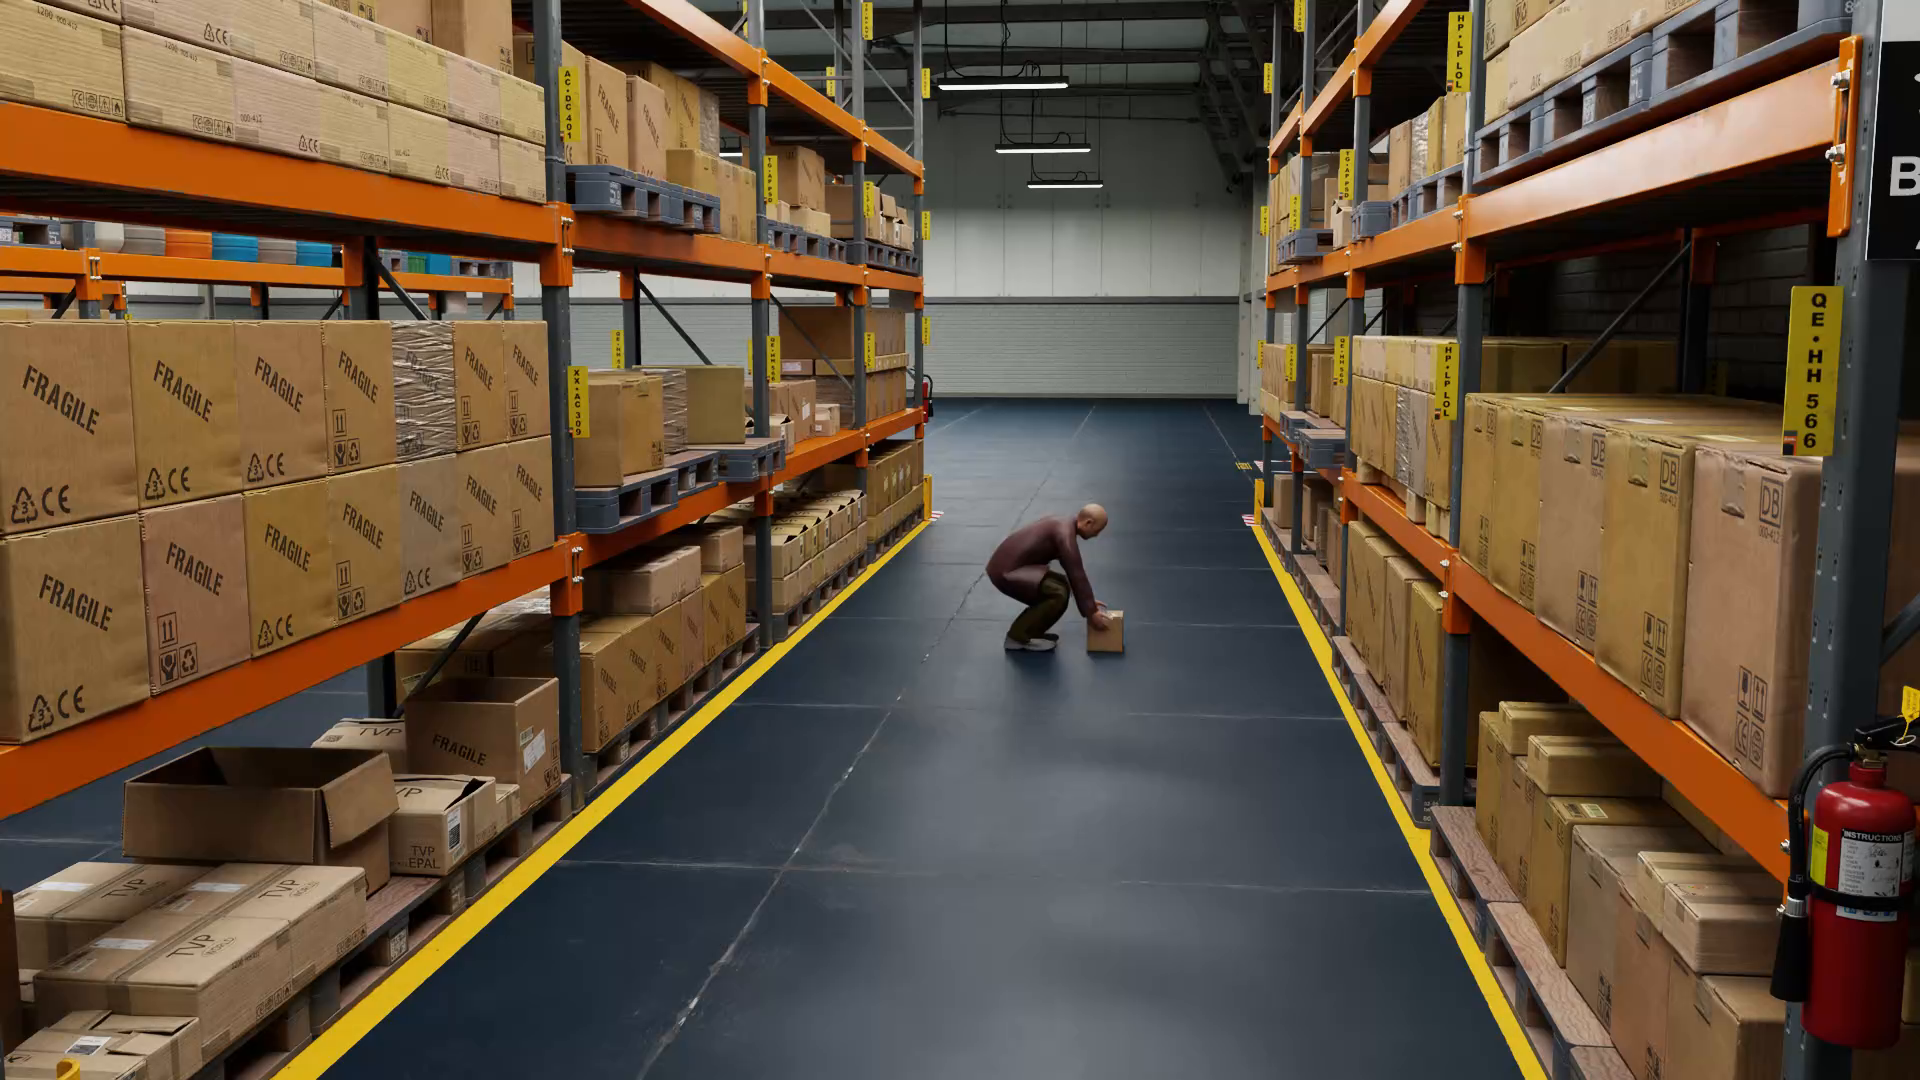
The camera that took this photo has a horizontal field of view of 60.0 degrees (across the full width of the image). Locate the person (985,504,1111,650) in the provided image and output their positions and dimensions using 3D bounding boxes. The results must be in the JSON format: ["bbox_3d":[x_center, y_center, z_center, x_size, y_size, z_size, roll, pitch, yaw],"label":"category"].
[{"bbox_3d":[0.633,0.264,11.820,0.896,1.004,0.610,1,7,6],"label":"person"}]
